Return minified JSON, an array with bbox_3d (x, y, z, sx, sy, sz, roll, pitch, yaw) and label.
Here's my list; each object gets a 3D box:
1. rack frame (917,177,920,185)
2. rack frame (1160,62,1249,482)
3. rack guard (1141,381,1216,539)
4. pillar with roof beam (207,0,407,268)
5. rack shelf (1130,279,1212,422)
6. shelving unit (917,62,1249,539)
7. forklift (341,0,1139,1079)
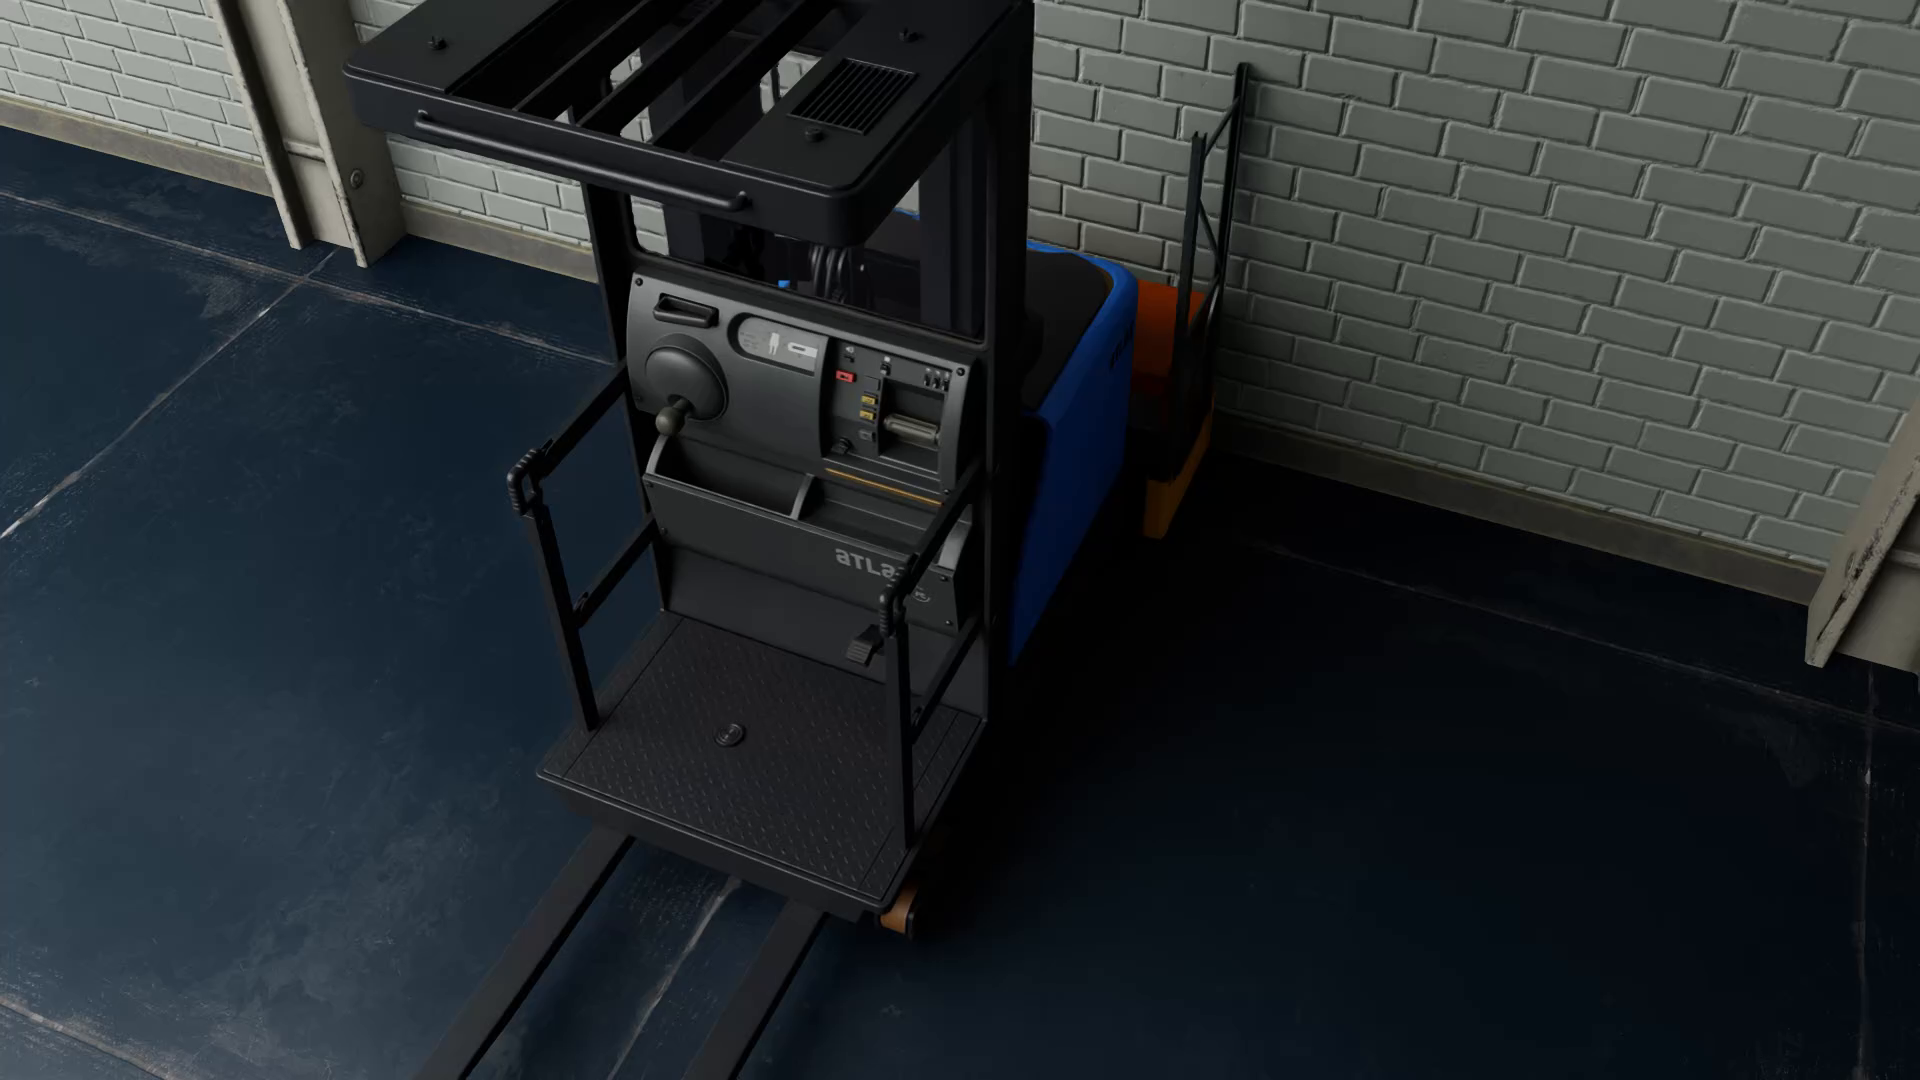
[{"bbox_3d":[-0.161,-0.999,5.684,0.032,1.500,0.500,15,45,17],"label":"rack frame"},{"bbox_3d":[0.777,-0.741,5.388,0.032,1.500,0.500,15,45,17],"label":"rack frame"},{"bbox_3d":[0.766,-0.285,5.815,0.087,0.250,0.587,15,45,17],"label":"rack guard"},{"bbox_3d":[-4.232,-1.667,1.046,0.400,9.000,9.100,16,47,16],"label":"pillar with roof beam"},{"bbox_3d":[0.310,-0.737,5.657,1.000,0.185,0.538,15,45,17],"label":"rack shelf"},{"bbox_3d":[0.300,-0.872,5.539,1.083,1.500,0.587,15,45,17],"label":"shelving unit"},{"bbox_3d":[-0.495,-0.294,3.967,1.130,2.935,3.031,17,47,17],"label":"forklift"}]
